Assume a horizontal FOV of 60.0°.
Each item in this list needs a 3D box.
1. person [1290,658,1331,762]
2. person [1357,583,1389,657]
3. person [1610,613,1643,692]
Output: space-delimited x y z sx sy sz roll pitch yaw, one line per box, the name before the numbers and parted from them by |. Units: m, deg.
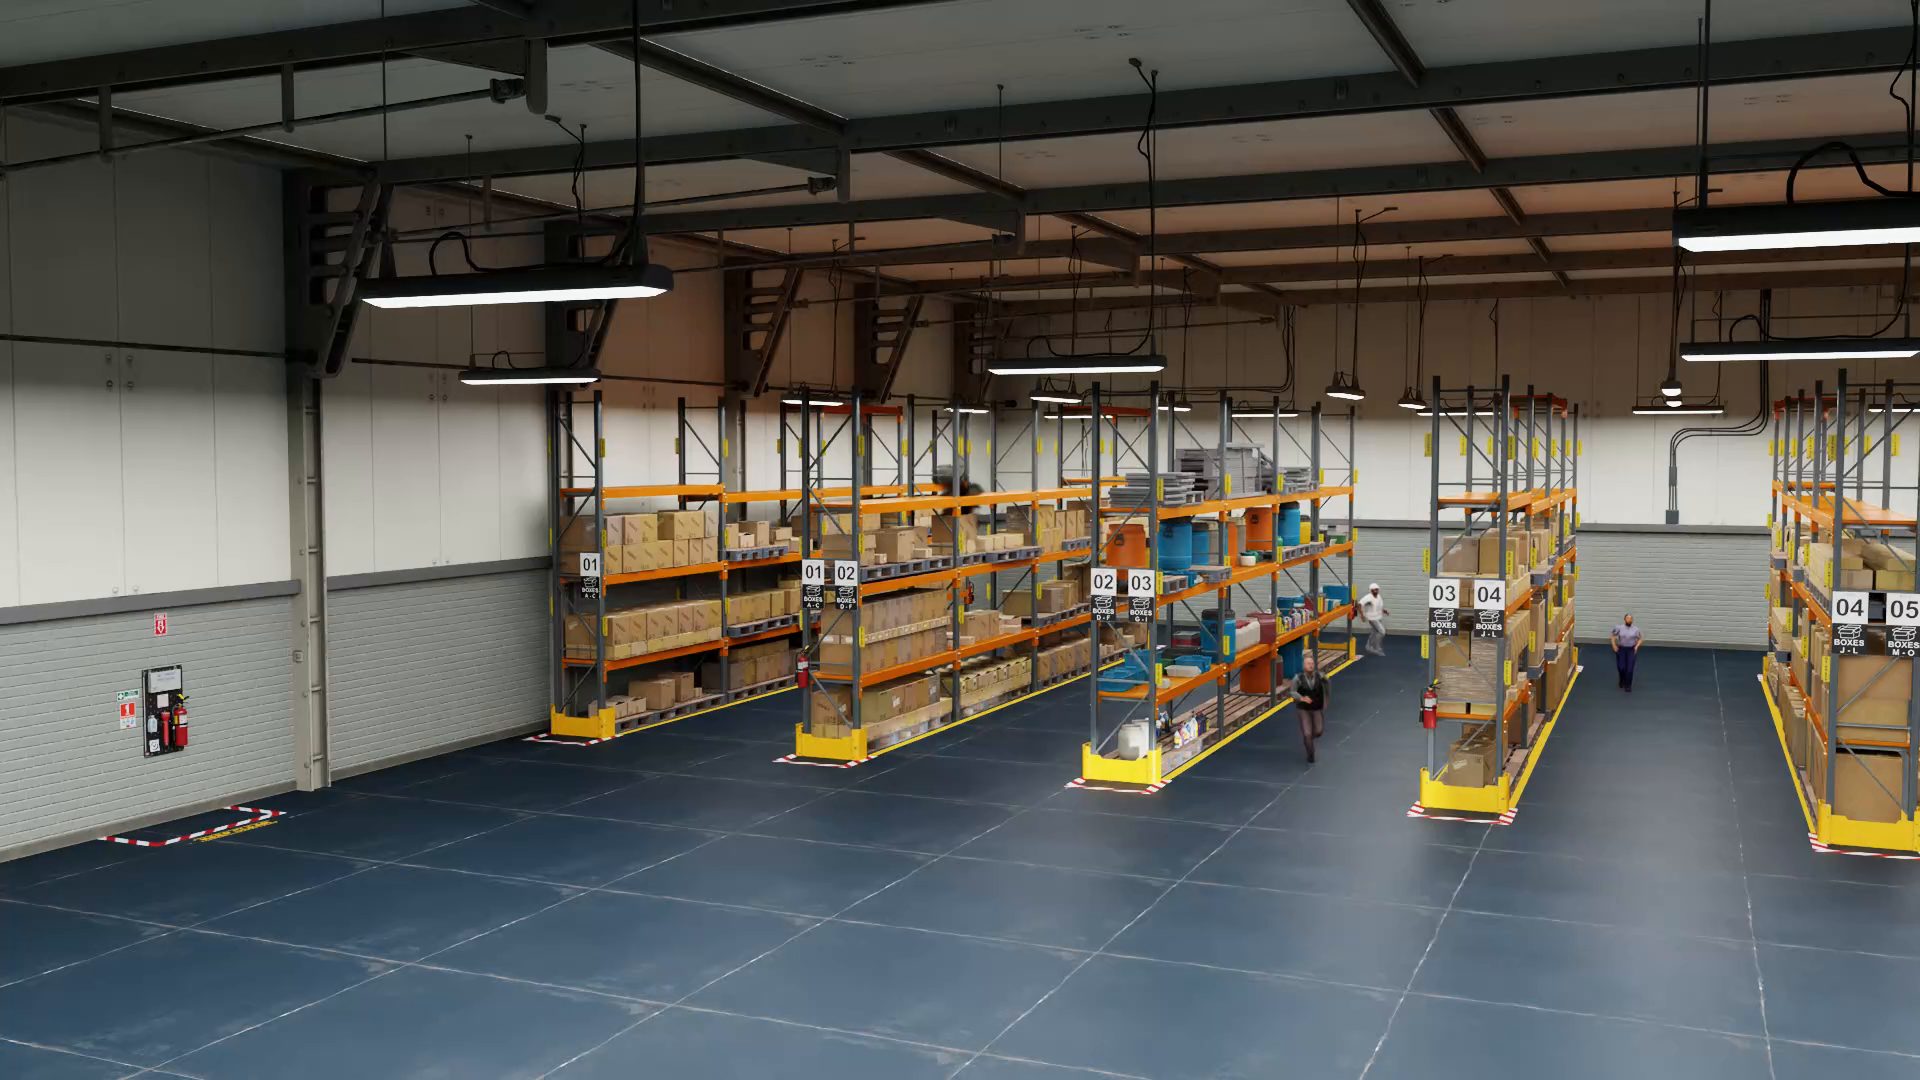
person | 5.605 2.713 26.497 0.698 1.673 0.633 0 3 -1
person | 9.945 1.929 40.020 0.765 1.803 0.668 -3 4 -44
person | 13.699 2.318 34.170 0.612 1.613 0.497 1 3 17
